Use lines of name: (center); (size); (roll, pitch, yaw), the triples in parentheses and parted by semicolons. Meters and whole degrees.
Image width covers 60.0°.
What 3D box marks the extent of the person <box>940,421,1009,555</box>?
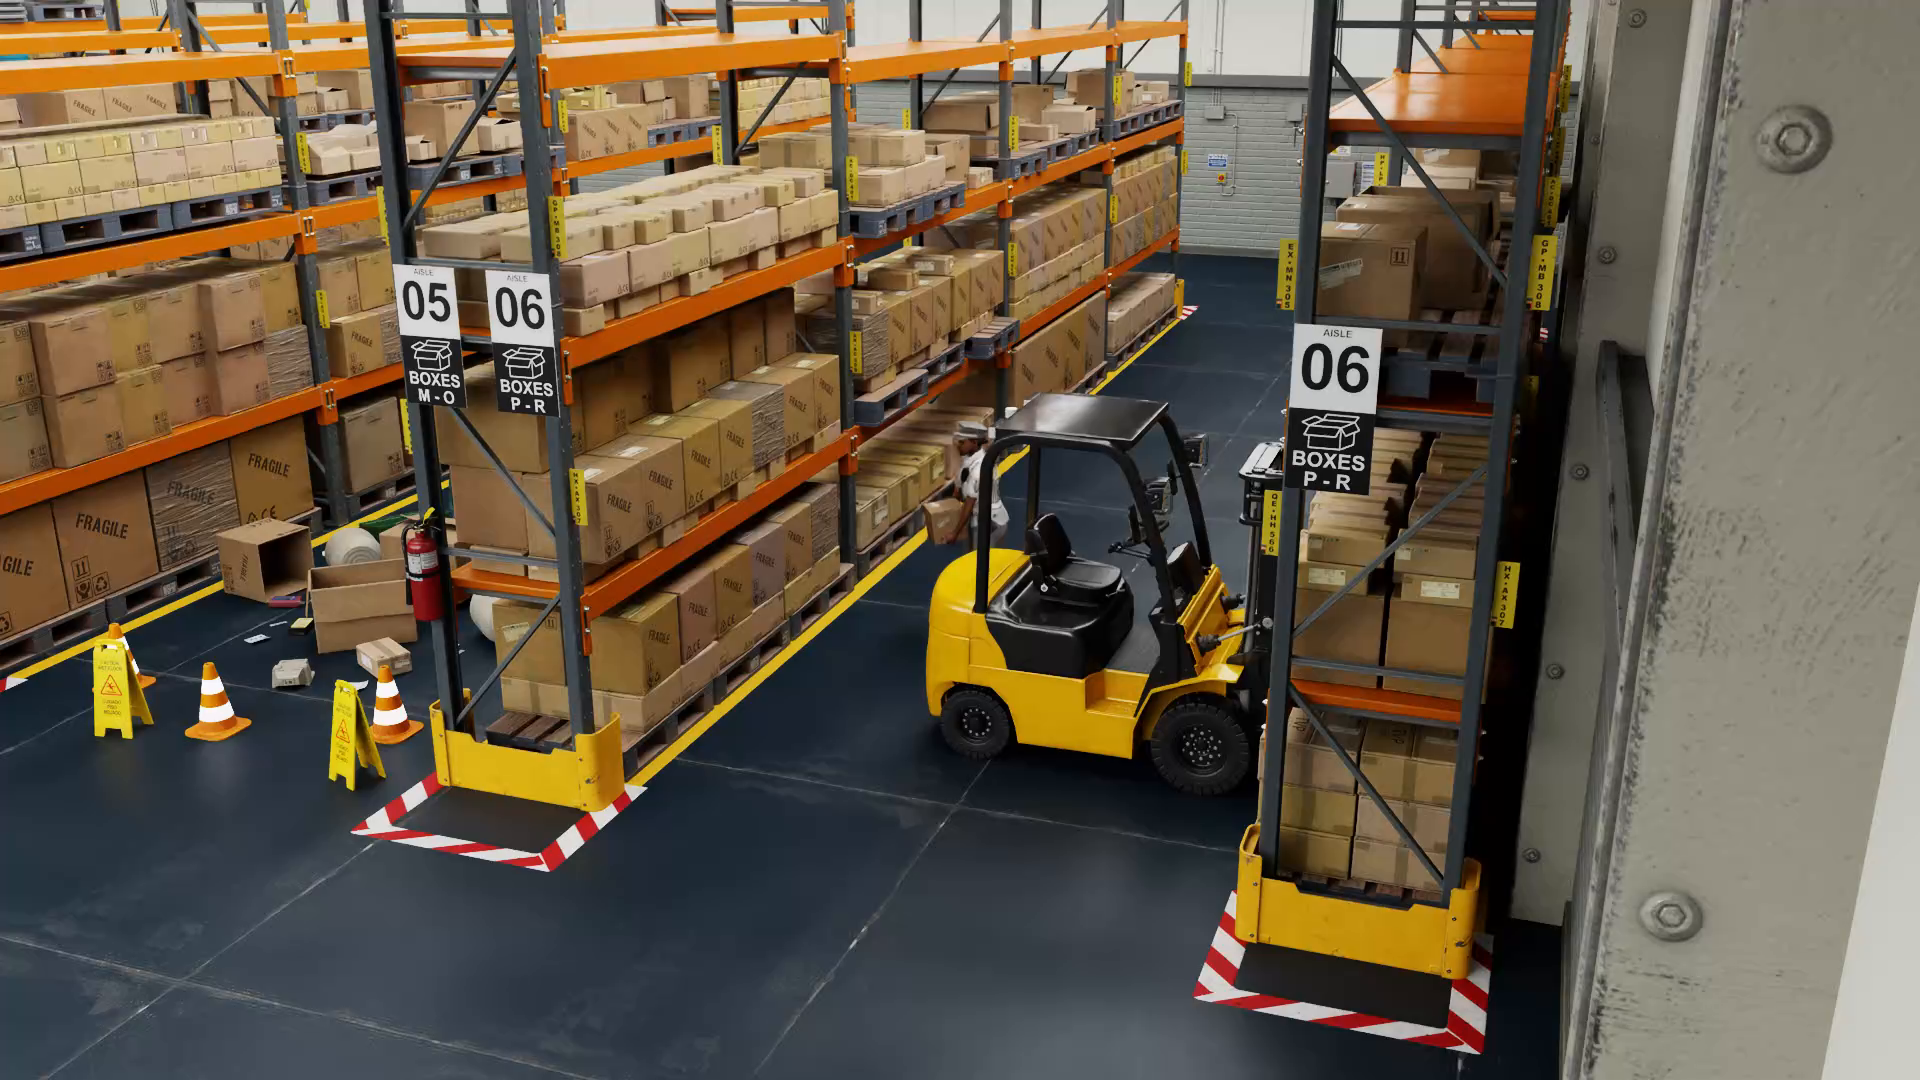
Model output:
person: (0.085, -0.083, 12.320); (0.547, 1.663, 0.415); (-5, 19, -13)
